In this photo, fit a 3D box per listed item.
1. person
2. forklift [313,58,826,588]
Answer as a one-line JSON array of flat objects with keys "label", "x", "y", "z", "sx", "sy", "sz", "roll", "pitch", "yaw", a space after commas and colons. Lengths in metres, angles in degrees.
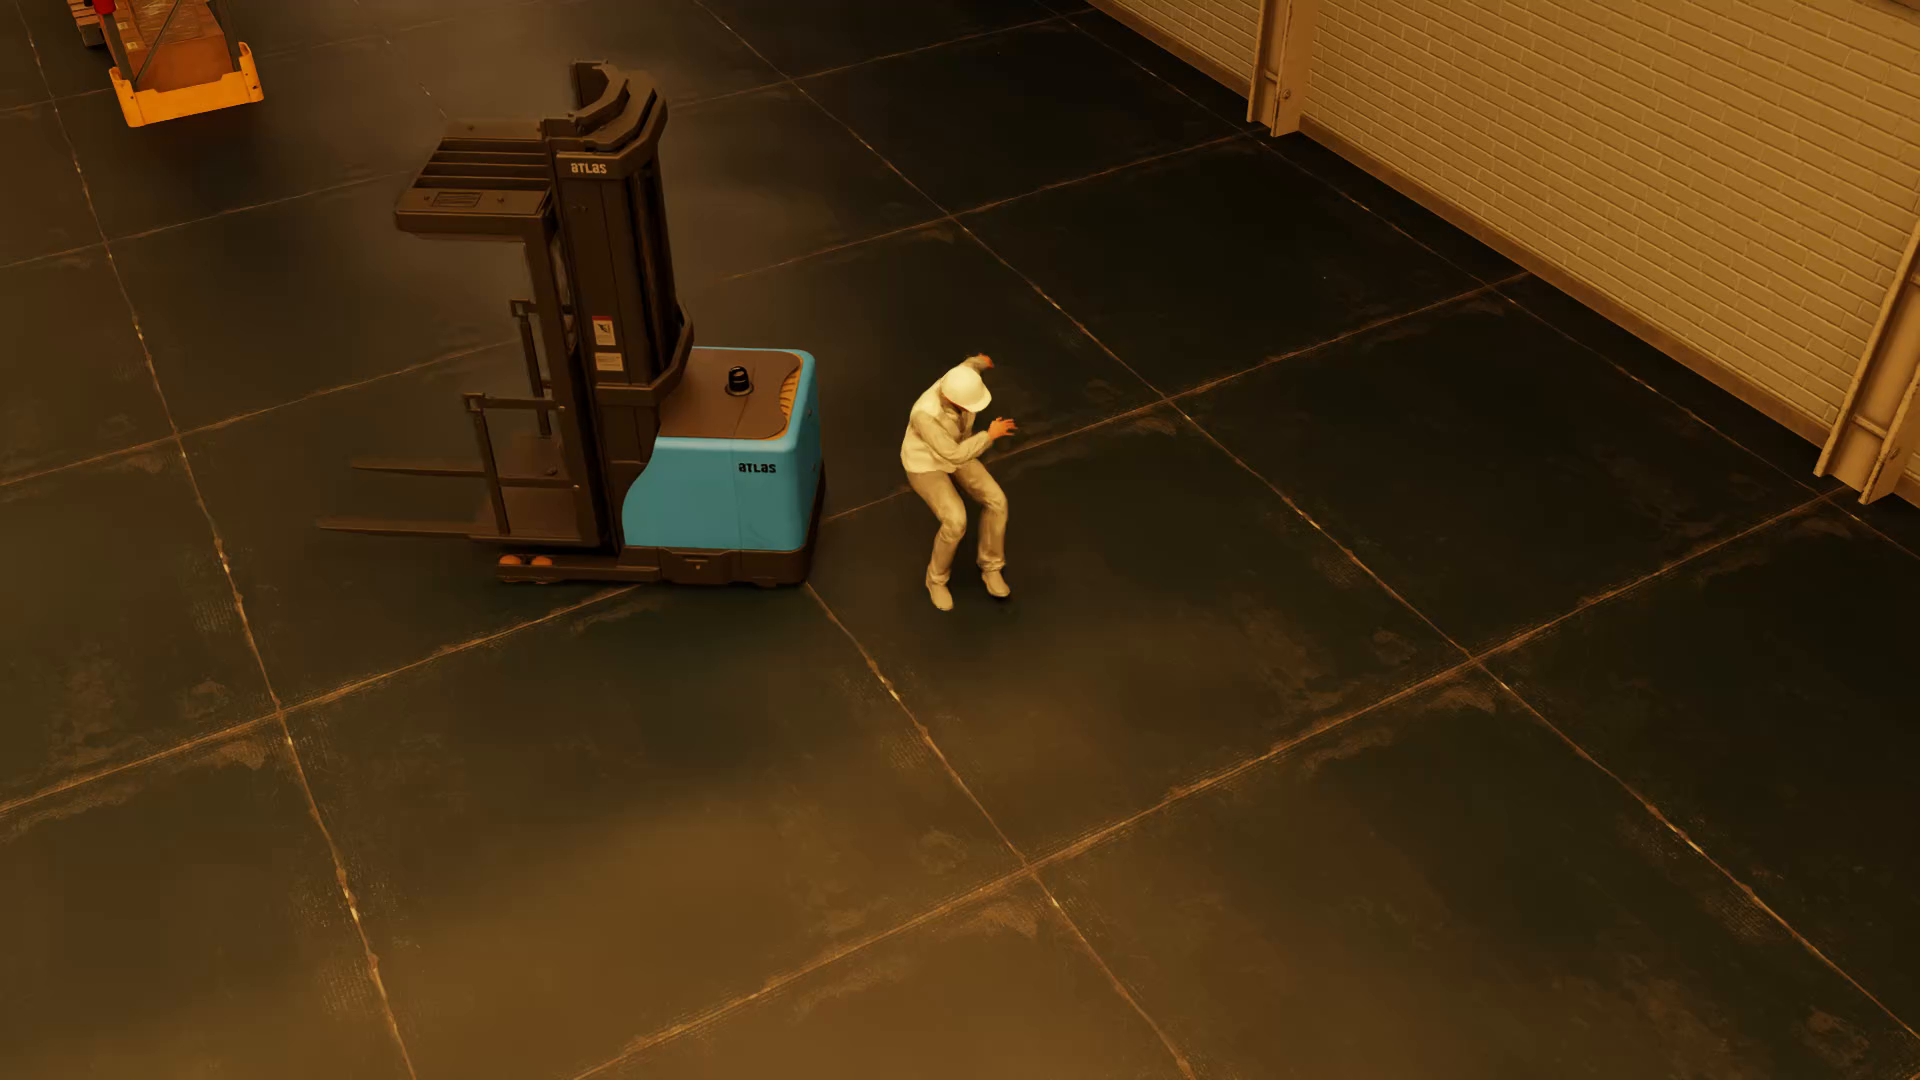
[{"label": "person", "x": 0.115, "y": -0.493, "z": 9.830, "sx": 0.935, "sy": 1.478, "sz": 1.178, "roll": 29, "pitch": 48, "yaw": 30}, {"label": "forklift", "x": -2.395, "y": -1.199, "z": 9.481, "sx": 3.031, "sy": 2.935, "sz": 1.130, "roll": 2, "pitch": 40, "yaw": 2}]
